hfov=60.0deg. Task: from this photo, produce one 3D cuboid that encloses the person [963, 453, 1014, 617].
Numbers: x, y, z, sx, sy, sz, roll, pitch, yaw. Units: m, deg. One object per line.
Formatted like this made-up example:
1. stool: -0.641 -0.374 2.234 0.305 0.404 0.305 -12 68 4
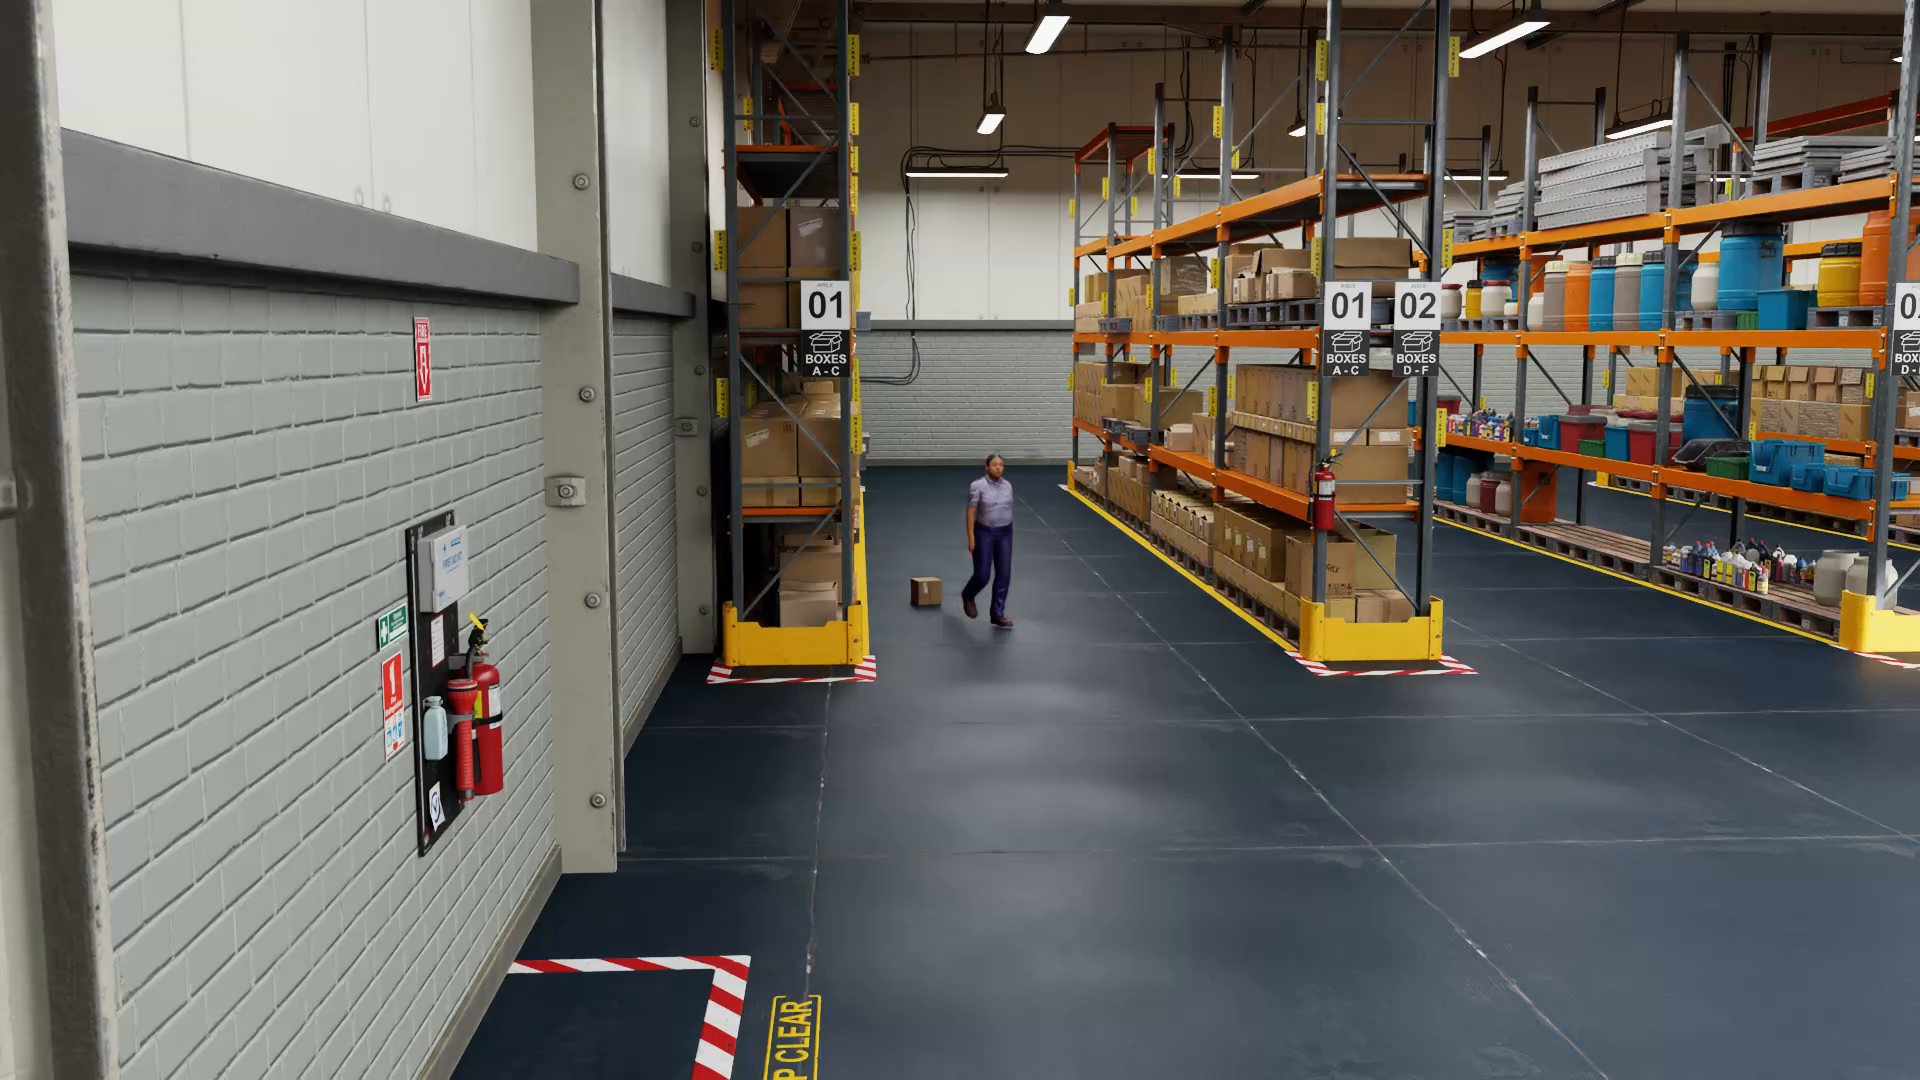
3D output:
1. person: 0.262 -0.049 15.779 0.486 1.568 0.482 -4 8 -28
